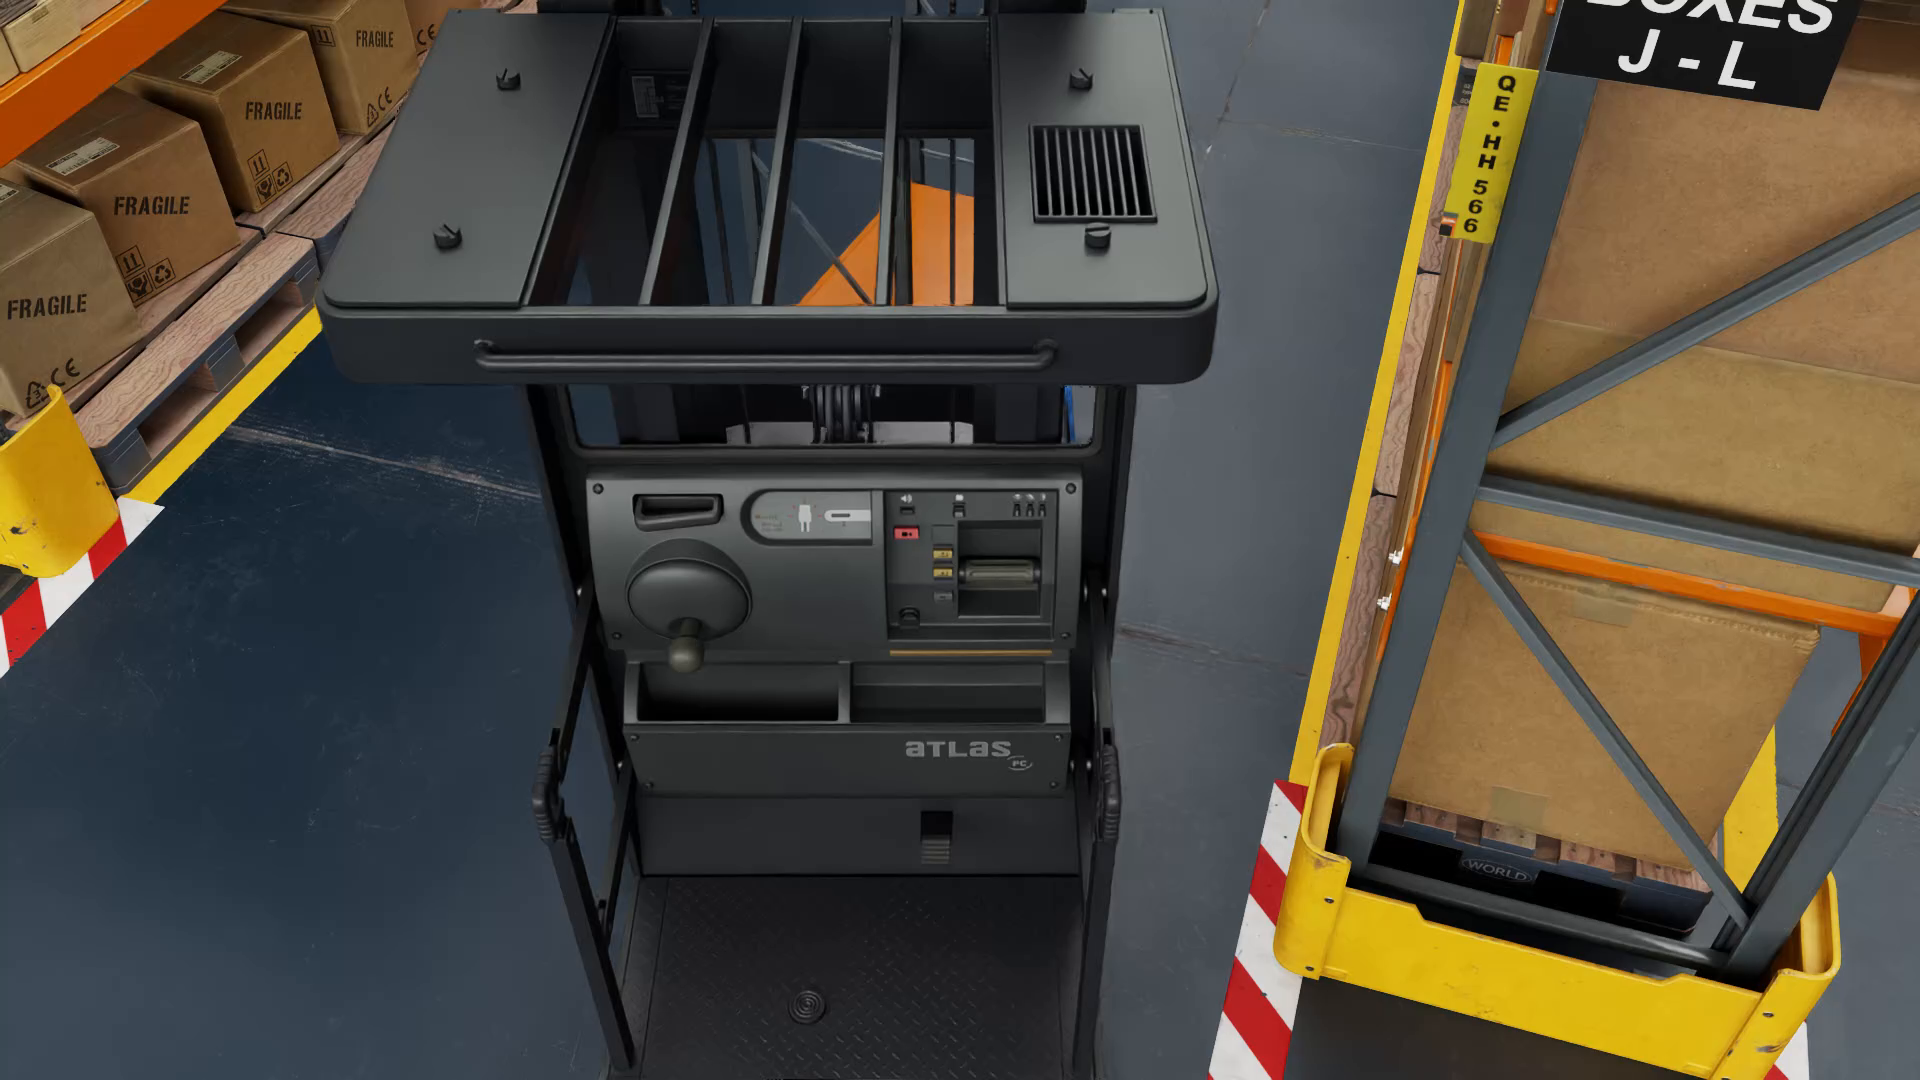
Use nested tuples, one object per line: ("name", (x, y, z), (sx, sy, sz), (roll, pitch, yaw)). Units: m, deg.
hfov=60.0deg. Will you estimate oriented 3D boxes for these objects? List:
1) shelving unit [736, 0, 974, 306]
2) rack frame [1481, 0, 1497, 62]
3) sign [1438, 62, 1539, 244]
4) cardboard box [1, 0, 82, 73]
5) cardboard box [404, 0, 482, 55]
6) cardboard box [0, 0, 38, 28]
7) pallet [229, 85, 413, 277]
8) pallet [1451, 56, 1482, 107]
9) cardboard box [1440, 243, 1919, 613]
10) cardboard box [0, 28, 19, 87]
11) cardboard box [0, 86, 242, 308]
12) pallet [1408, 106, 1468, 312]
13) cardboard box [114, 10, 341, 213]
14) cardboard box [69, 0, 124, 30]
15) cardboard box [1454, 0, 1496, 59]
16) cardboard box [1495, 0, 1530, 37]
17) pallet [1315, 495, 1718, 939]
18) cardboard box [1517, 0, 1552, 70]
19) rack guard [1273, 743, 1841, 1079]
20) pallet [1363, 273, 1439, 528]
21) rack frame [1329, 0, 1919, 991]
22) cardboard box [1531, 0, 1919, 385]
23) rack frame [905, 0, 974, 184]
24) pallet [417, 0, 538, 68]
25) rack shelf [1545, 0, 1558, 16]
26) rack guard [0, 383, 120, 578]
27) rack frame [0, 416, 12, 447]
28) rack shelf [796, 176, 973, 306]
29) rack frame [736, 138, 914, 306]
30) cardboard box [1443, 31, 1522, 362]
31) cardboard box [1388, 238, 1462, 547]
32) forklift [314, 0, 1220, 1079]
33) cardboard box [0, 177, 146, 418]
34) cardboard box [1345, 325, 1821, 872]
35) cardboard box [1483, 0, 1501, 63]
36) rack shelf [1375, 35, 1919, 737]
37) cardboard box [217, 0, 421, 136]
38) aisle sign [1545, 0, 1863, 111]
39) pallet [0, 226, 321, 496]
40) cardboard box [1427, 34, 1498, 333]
("shelving unit", (-0.145, -0.904, 5.101), (0.587, 1.500, 1.083), (18, 47, 17))
("rack frame", (2.601, -2.679, 5.843), (1.000, 3.000, 0.127), (13, 46, 13))
("sign", (0.876, -0.635, 2.757), (0.100, 0.325, 0.005), (13, 46, 13))
("cardboard box", (-2.810, -1.506, 4.824), (0.380, 0.149, 0.250), (13, 46, 13))
("cardboard box", (-2.421, -2.412, 7.057), (0.500, 0.500, 0.500), (27, 50, 25))
("cardboard box", (-3.114, -1.633, 4.490), (0.875, 0.500, 0.500), (13, 46, 13))
("pallet", (-2.633, -1.529, 6.662), (1.003, 0.211, 1.213), (13, 46, 13))
("pallet", (2.762, -2.212, 7.360), (1.003, 0.211, 1.213), (13, 46, 13))
("cardboard box", (1.458, -0.323, 3.328), (0.875, 0.550, 0.550), (13, 46, 13))
("cardboard box", (-2.900, -1.343, 4.657), (0.380, 0.149, 0.250), (13, 46, 13))
("cardboard box", (-2.954, -1.206, 5.824), (0.500, 0.500, 0.500), (24, 49, 23))
("pallet", (2.296, -1.192, 6.317), (1.003, 0.211, 1.213), (13, 46, 13))
("cardboard box", (-2.746, -1.619, 6.247), (0.500, 0.500, 0.500), (17, 47, 16))
("cardboard box", (-2.754, -1.677, 4.999), (0.380, 0.149, 0.250), (13, 46, 13))
("cardboard box", (2.703, -2.458, 6.925), (1.050, 0.750, 0.750), (12, 46, 12))
("cardboard box", (2.080, -1.777, 4.815), (0.875, 0.550, 0.550), (13, 46, 13))
("pallet", (1.557, 0.435, 4.655), (1.003, 0.211, 1.213), (13, 46, 13))
("cardboard box", (1.617, -1.077, 3.327), (0.875, 0.550, 0.550), (13, 46, 13))
("rack guard", (1.382, 0.897, 3.976), (1.175, 0.500, 0.348), (13, 46, 13))
("pallet", (1.928, -0.376, 5.483), (1.003, 0.211, 1.213), (13, 46, 13))
("rack frame", (1.389, -0.013, 3.118), (1.000, 3.000, 0.127), (13, 46, 13))
("cardboard box", (1.539, -0.691, 2.932), (0.875, 0.550, 0.550), (13, 46, 13))
("rack frame", (0.064, -1.221, 5.426), (0.500, 1.500, 0.032), (18, 47, 17))
("pallet", (-2.266, -2.345, 7.495), (1.003, 0.211, 1.213), (13, 46, 13))
("rack shelf", (1.995, -2.161, 3.683), (1.077, 0.370, 4.000), (13, 46, 13))
("rack guard", (-3.284, -0.288, 5.187), (1.175, 0.500, 0.348), (13, 46, 13))
("rack frame", (-3.307, -1.130, 4.261), (1.000, 3.000, 0.127), (13, 46, 13))
("rack shelf", (-0.149, -0.769, 5.221), (0.538, 0.185, 1.000), (18, 47, 17))
("rack frame", (-0.361, -0.575, 4.765), (0.500, 1.500, 0.032), (18, 47, 17))
("cardboard box", (1.604, -0.694, 3.708), (0.875, 0.550, 0.550), (13, 46, 13))
("cardboard box", (1.796, -0.456, 4.790), (0.875, 0.875, 0.875), (12, 46, 12))
("forklift", (-0.232, 0.145, 3.007), (1.130, 2.935, 3.031), (0, 44, 0))
("cardboard box", (-3.102, -0.800, 5.410), (0.500, 0.500, 0.500), (21, 48, 20))
("cardboard box", (1.532, 0.131, 4.191), (0.875, 0.875, 0.875), (13, 46, 13))
("cardboard box", (2.343, -1.665, 6.026), (0.875, 0.875, 0.875), (13, 46, 13))
("rack shelf", (1.995, -1.089, 4.732), (1.077, 0.370, 4.000), (13, 46, 13))
("cardboard box", (-2.534, -1.981, 6.617), (0.500, 0.500, 0.500), (9, 45, 9))
("aisle sign", (1.082, -0.958, 2.226), (0.394, 0.787, 0.004), (13, 46, 13))
("pallet", (-3.004, -0.718, 5.833), (1.003, 0.211, 1.213), (13, 46, 13))
("cardboard box", (2.074, -1.063, 5.411), (0.875, 0.875, 0.875), (13, 46, 13))
